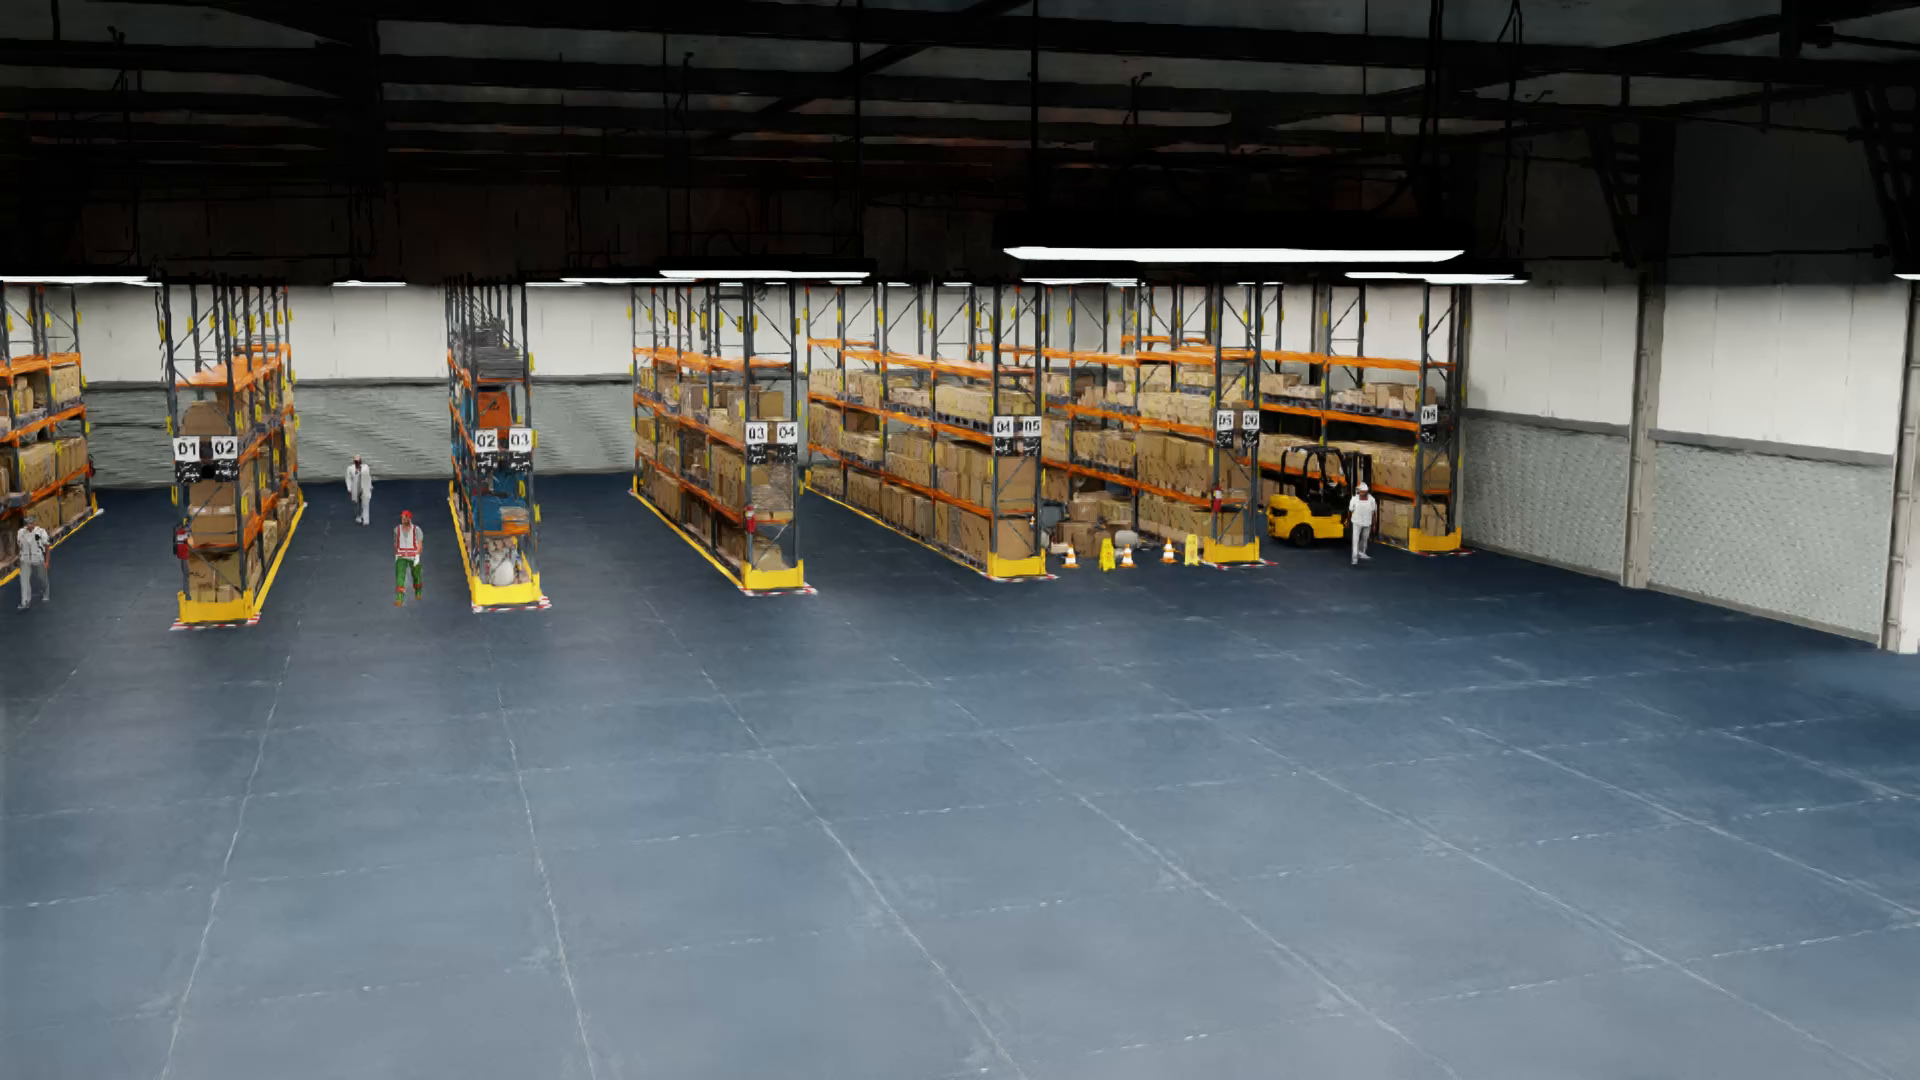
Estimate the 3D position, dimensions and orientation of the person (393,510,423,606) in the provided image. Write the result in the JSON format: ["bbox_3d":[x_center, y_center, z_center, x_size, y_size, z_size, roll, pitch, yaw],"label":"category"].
[{"bbox_3d":[-10.044,0.299,30.293,0.534,1.726,1.038,-1,9,-9],"label":"person"}]

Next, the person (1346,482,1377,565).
[{"bbox_3d":[8.423,-0.360,34.848,0.620,1.720,0.973,1,9,4],"label":"person"}]

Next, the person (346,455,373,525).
[{"bbox_3d":[-14.622,-1.232,40.474,0.598,1.698,1.194,-2,9,-16],"label":"person"}]

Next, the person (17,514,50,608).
[{"bbox_3d":[-16.761,0.346,30.097,0.541,1.672,1.106,-3,9,-20],"label":"person"}]

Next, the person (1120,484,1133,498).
[{"bbox_3d":[4.571,-2.001,45.744,0.545,1.652,0.574,1,9,9],"label":"person"}]
